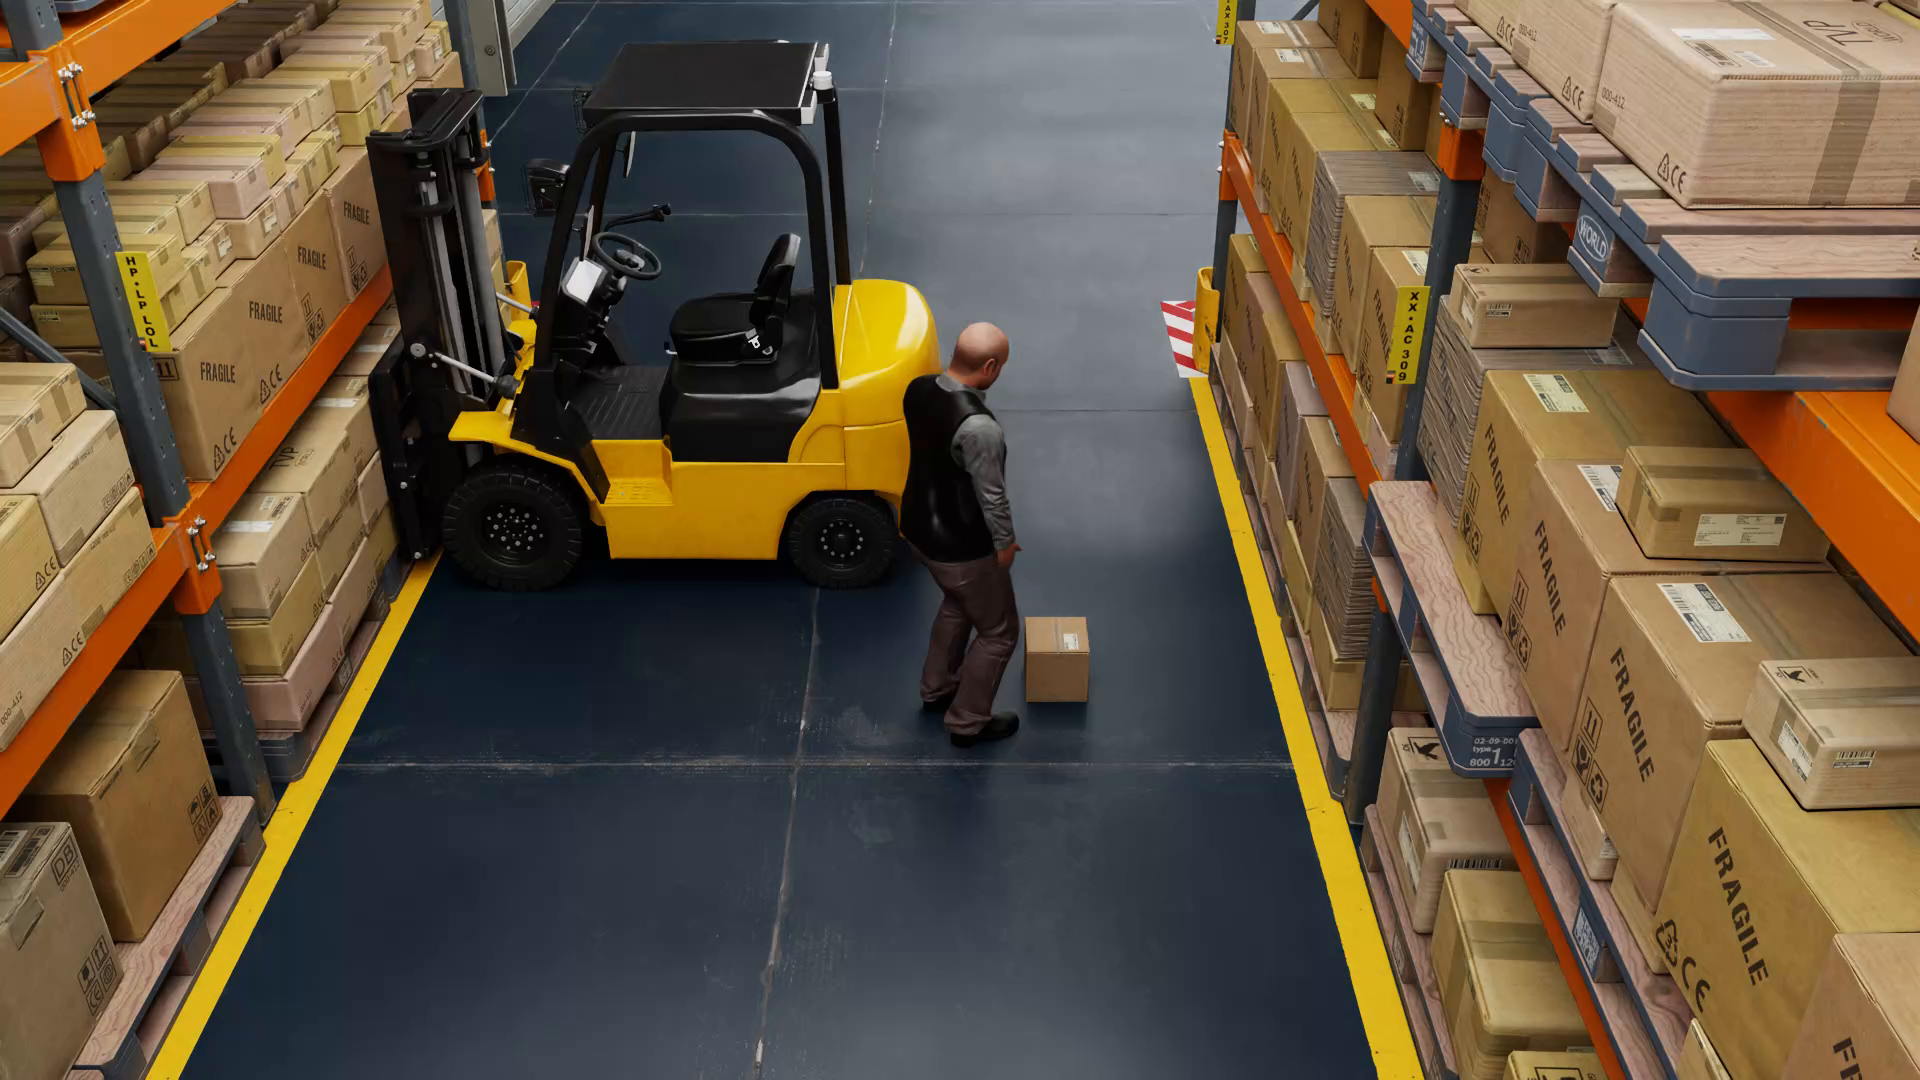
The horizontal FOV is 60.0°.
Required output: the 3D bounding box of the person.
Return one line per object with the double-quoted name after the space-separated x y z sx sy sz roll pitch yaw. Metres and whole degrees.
-0.001 -0.017 6.238 0.423 1.678 0.556 -15 35 -24 "person"
